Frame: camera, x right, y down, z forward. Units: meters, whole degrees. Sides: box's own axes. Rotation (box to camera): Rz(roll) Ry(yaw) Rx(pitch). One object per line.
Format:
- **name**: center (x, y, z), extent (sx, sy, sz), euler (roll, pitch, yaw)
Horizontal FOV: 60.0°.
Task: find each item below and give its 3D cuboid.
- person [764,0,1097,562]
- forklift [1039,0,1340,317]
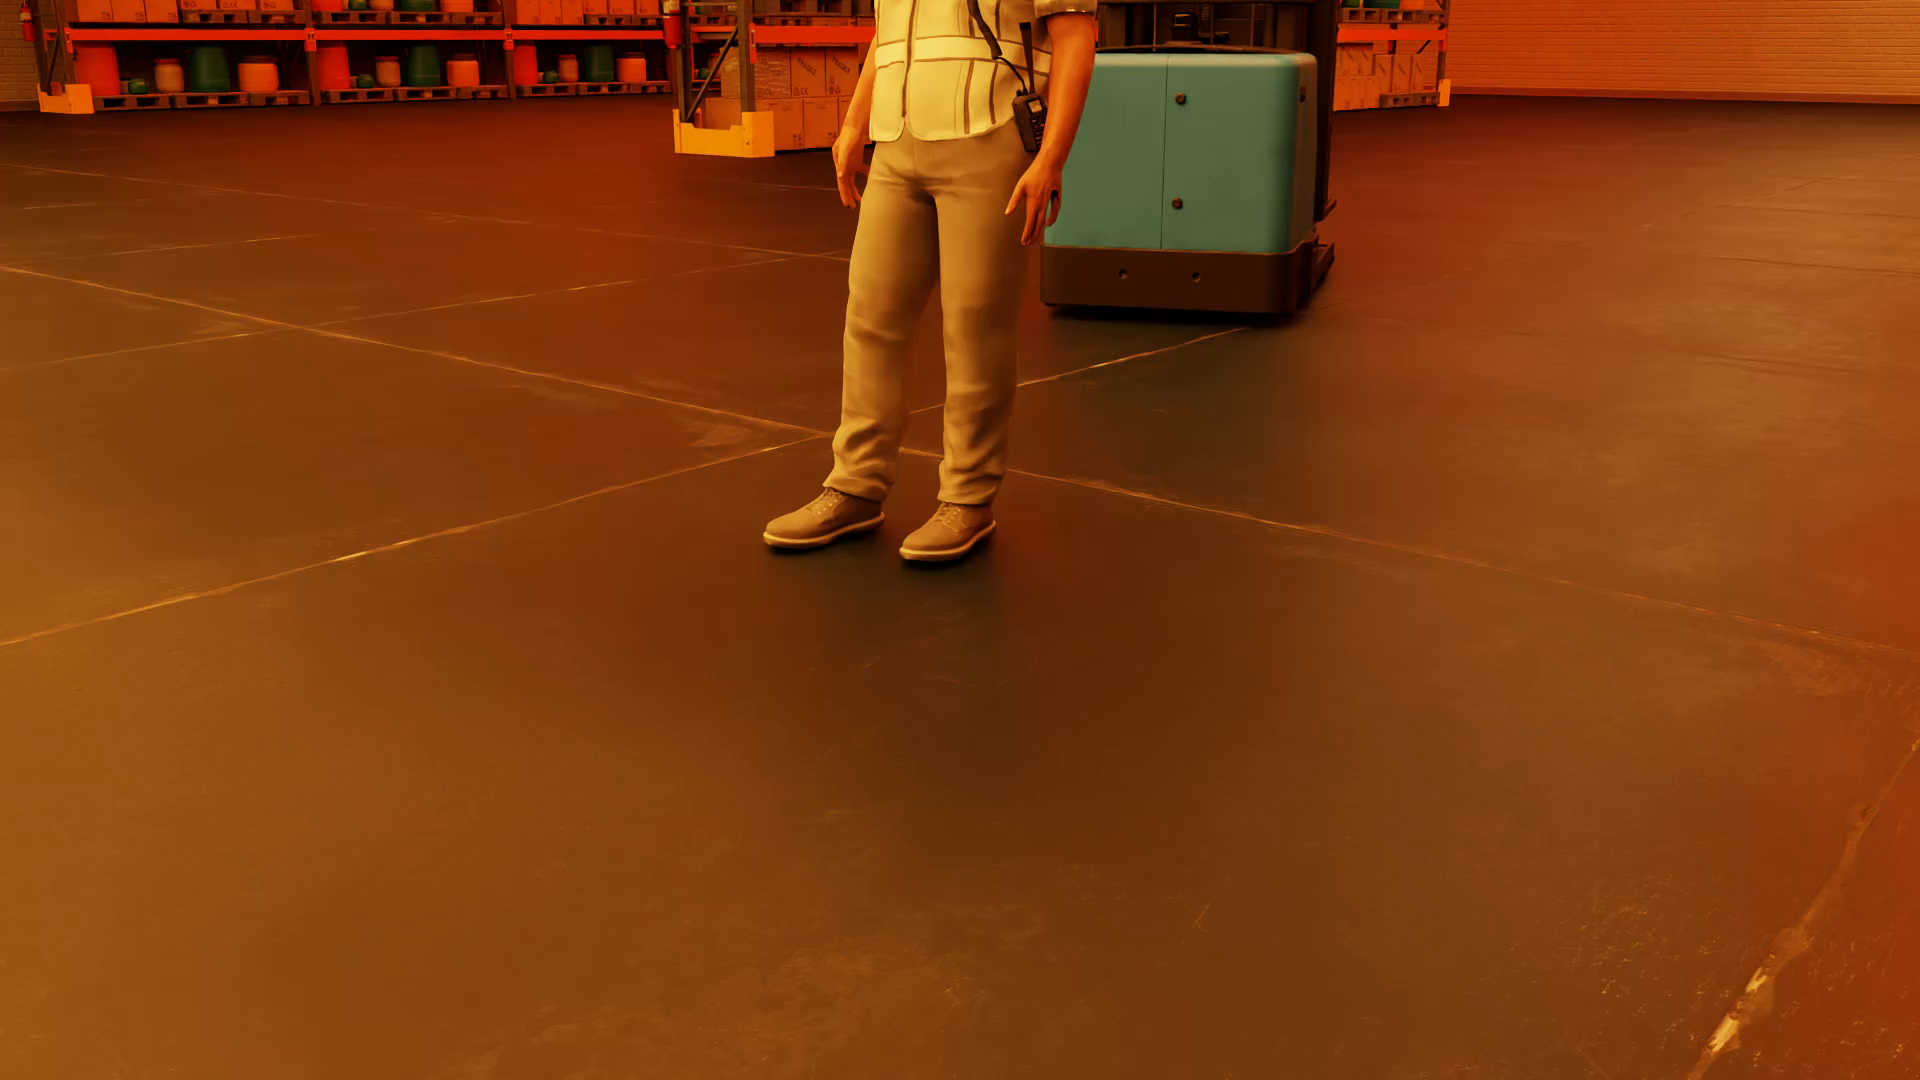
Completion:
- **person**: center (-0.059, -0.844, 3.631), extent (0.640, 1.781, 0.575), euler (13, 21, 37)
- **forklift**: center (1.249, -2.703, 7.800), extent (1.130, 2.935, 3.031), euler (5, 18, 16)
